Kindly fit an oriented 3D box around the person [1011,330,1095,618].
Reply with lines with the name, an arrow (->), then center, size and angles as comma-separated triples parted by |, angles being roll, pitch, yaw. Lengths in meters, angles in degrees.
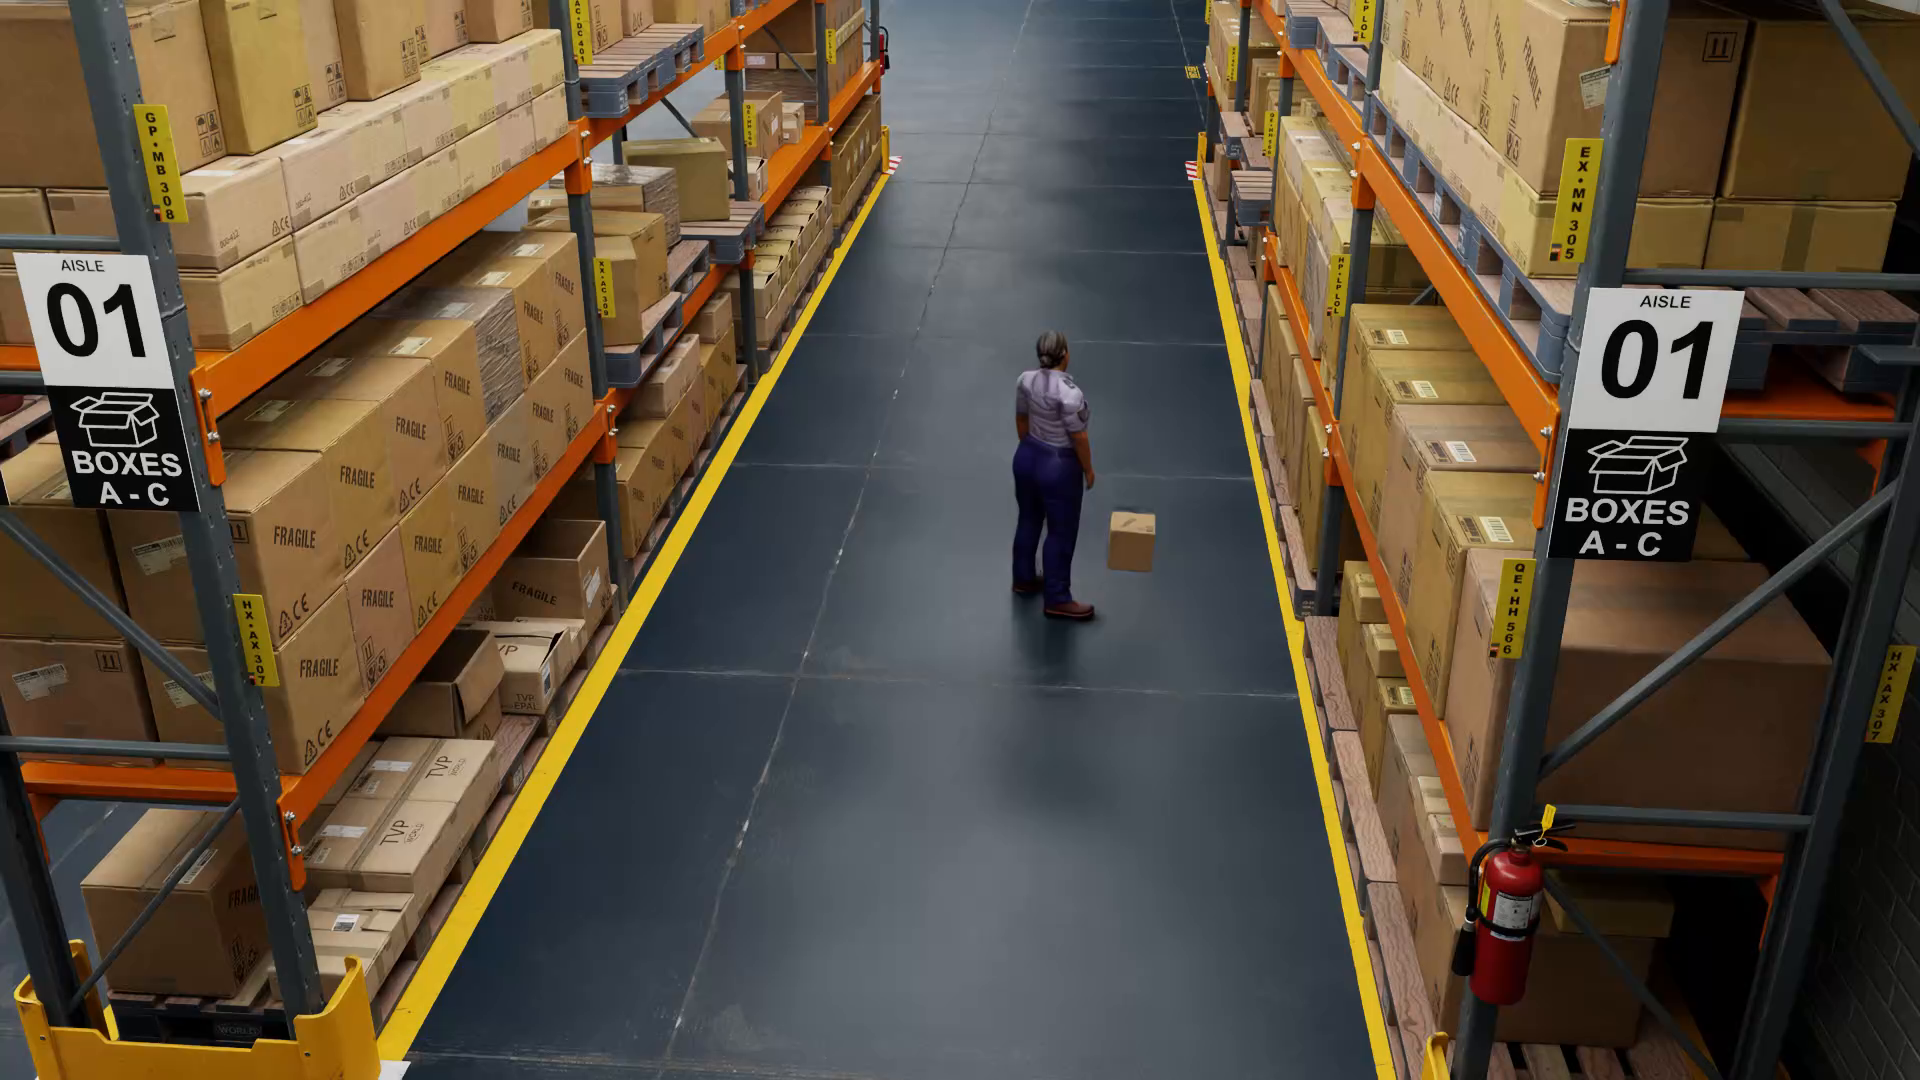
person -> 0.531, -0.387, 9.429 | 0.368, 1.647, 0.592 | -21, 32, -38
